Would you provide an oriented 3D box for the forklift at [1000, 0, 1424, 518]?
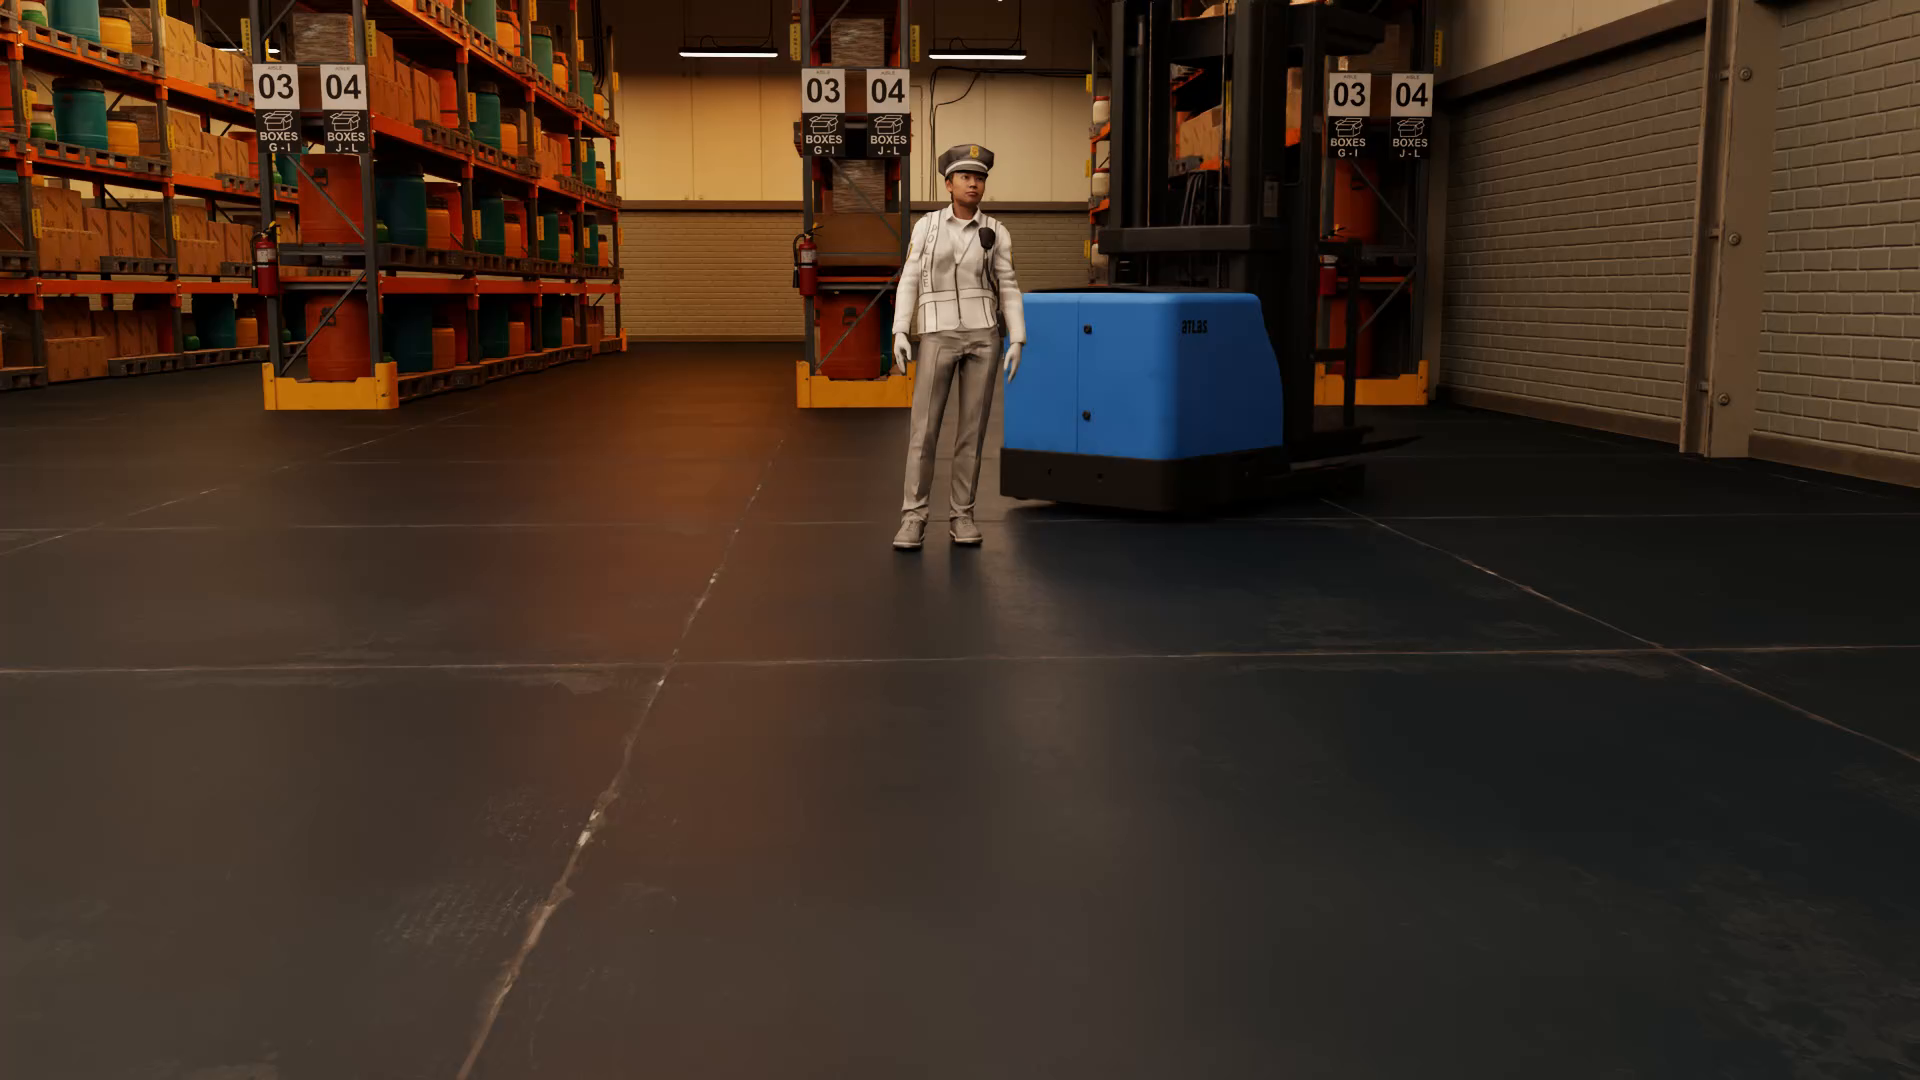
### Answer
[{"bbox_3d":[1.548,-1.722,8.925,1.130,2.935,3.031,7,11,41],"label":"forklift"}]

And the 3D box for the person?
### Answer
[{"bbox_3d":[-0.003,-0.835,7.116,0.586,1.694,0.530,-1,8,-4],"label":"person"}]
